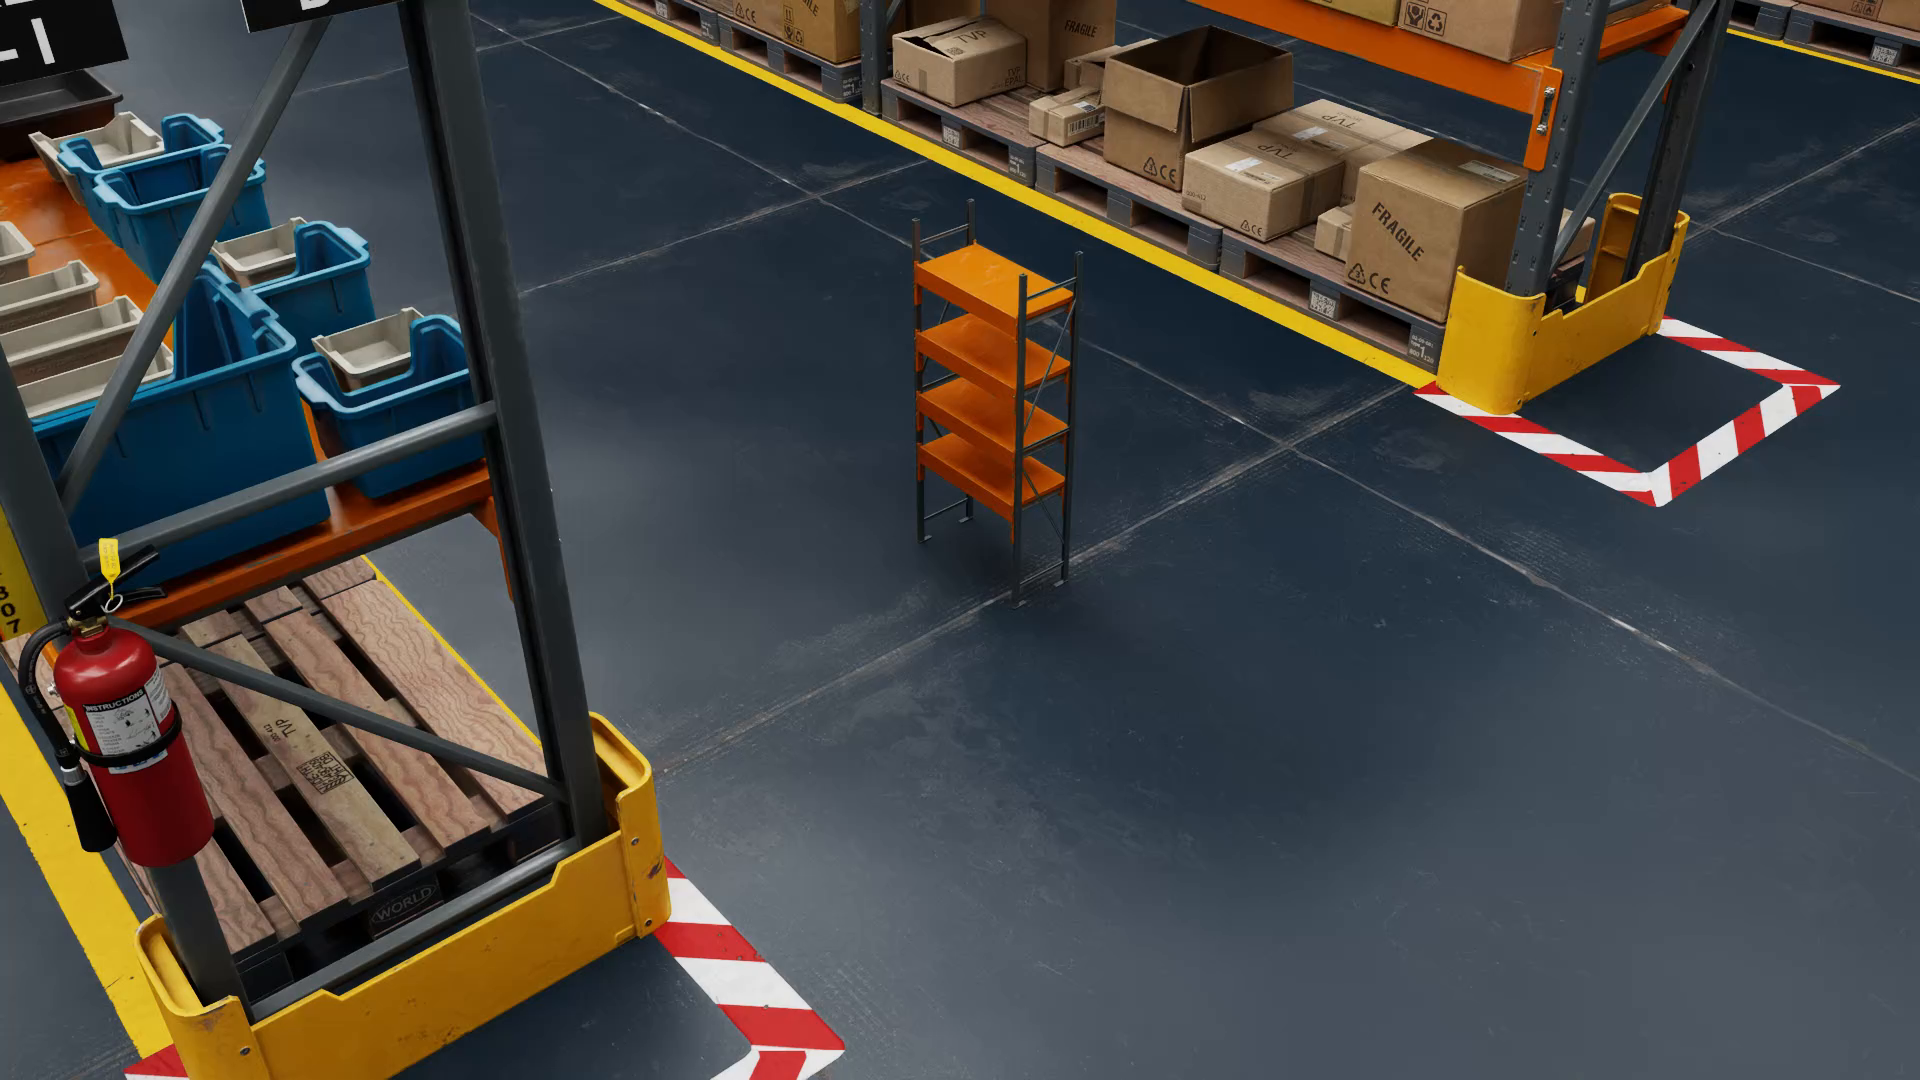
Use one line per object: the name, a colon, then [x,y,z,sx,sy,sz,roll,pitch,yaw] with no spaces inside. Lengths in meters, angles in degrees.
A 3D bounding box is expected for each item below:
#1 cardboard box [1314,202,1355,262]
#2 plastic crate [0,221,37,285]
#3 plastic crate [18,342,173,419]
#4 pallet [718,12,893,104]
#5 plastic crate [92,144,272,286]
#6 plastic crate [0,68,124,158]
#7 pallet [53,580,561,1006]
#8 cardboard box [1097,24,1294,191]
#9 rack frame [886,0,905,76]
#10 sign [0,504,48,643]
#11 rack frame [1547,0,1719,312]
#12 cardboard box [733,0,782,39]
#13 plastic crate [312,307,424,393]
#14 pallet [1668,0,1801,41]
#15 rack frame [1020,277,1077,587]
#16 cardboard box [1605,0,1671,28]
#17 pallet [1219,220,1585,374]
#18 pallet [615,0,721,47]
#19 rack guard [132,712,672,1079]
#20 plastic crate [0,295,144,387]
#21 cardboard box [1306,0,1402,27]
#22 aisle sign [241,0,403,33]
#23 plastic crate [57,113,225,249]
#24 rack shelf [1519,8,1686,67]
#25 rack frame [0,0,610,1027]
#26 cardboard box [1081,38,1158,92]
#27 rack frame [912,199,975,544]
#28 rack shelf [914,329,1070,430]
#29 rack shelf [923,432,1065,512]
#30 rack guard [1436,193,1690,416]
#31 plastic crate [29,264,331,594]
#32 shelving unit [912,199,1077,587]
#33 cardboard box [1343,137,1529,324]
cardboard box: [1.741,-1.334,7.109,0.380,0.166,0.250,-26,43,-32]
plastic crate: [-2.558,-0.684,4.297,0.298,0.136,0.250,-26,43,-32]
plastic crate: [-1.978,-0.313,3.773,0.396,0.136,0.243,-26,43,-32]
pallet: [-0.663,-2.923,9.694,1.003,0.211,1.213,-26,43,-32]
plastic crate: [-2.071,-0.873,4.481,0.416,0.233,0.300,-26,43,-32]
plastic crate: [-2.968,-1.388,5.301,0.437,0.125,0.590,-26,43,-32]
pallet: [-1.816,0.655,4.642,1.003,0.211,1.213,-26,43,-32]
cardboard box: [1.108,-2.049,7.827,0.797,0.503,0.637,-26,43,-32]
rack frame: [-0.106,-3.717,8.403,0.949,2.616,0.053,-26,43,-32]
sign: [-1.724,0.042,2.955,0.100,0.325,0.005,-26,43,-32]
rack frame: [2.475,-1.951,5.910,0.949,2.616,0.053,-26,43,-32]
cardboard box: [-0.959,-3.208,9.466,0.500,0.500,0.500,-26,43,-32]
plastic crate: [-1.365,-0.425,3.931,0.250,0.136,0.298,-26,43,-32]
pallet: [4.895,-3.523,10.542,1.003,0.211,1.213,-26,43,-32]
rack frame: [0.264,-0.309,5.148,0.228,1.046,0.006,-26,43,-32]
cardboard box: [2.388,-2.285,6.294,0.500,0.500,0.500,-25,42,-31]
pallet: [-25.776,-11.246,13.843,28.867,8.999,54.027,-26,43,-32]
pallet: [-1.454,-3.462,10.455,1.003,0.211,1.213,-26,43,-32]
rack guard: [-1.288,0.922,4.016,1.175,0.500,0.348,-26,43,-32]
plastic crate: [-2.154,-0.447,3.962,0.396,0.136,0.243,-26,43,-32]
cardboard box: [1.638,-2.315,6.336,0.500,0.500,0.500,-26,43,-31]
aisle sign: [-1.040,-1.244,2.662,0.394,0.787,0.004,-26,43,-32]
plastic crate: [-2.265,-1.006,4.668,0.416,0.233,0.300,-26,43,-32]
rack shelf: [1.182,-2.648,7.285,0.919,0.052,3.809,-26,43,-32]
rack frame: [-1.314,-0.104,3.302,1.000,3.000,0.127,-26,43,-32]
cardboard box: [0.960,-2.321,8.378,0.500,0.311,0.500,-26,43,-32]
rack frame: [-0.051,-0.524,5.452,0.240,1.200,0.015,-26,43,-32]
rack shelf: [0.107,-0.544,5.210,0.258,0.148,0.480,-26,43,-32]
rack shelf: [0.107,-0.232,5.431,0.221,0.050,0.457,-26,43,-32]
rack guard: [2.423,-0.963,6.678,1.175,0.500,0.348,-26,43,-32]
plastic crate: [-1.673,-0.221,3.384,0.616,0.435,0.499,-26,43,-32]
shelving unit: [0.105,-0.418,5.301,0.258,1.200,0.499,-26,43,-32]
cardboard box: [1.933,-1.257,6.712,0.500,0.500,0.500,-26,43,-32]
